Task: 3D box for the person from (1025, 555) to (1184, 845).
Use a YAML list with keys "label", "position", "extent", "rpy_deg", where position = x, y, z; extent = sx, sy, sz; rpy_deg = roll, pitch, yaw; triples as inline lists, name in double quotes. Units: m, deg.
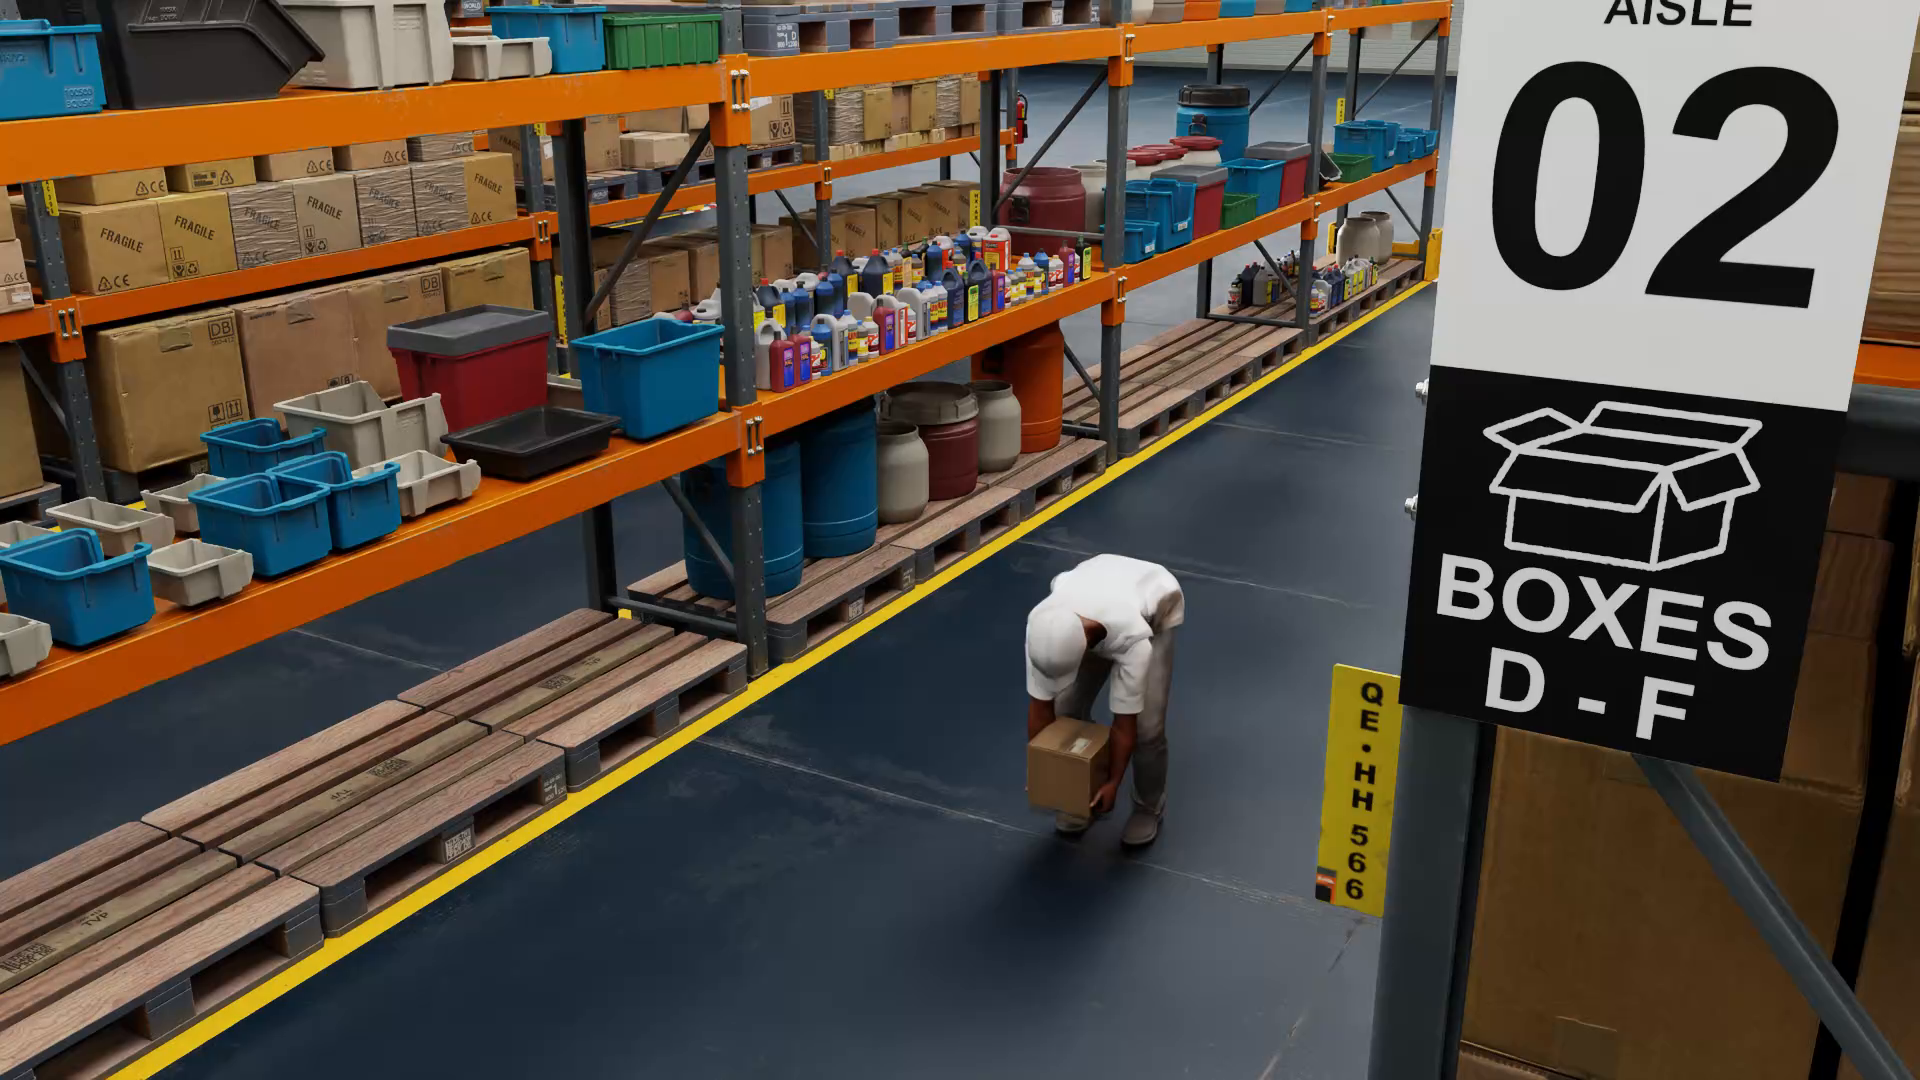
- label: "person"
  position: [0.504, 0.645, 6.164]
  extent: [0.476, 1.118, 0.979]
  rpy_deg: [10, 21, 26]
